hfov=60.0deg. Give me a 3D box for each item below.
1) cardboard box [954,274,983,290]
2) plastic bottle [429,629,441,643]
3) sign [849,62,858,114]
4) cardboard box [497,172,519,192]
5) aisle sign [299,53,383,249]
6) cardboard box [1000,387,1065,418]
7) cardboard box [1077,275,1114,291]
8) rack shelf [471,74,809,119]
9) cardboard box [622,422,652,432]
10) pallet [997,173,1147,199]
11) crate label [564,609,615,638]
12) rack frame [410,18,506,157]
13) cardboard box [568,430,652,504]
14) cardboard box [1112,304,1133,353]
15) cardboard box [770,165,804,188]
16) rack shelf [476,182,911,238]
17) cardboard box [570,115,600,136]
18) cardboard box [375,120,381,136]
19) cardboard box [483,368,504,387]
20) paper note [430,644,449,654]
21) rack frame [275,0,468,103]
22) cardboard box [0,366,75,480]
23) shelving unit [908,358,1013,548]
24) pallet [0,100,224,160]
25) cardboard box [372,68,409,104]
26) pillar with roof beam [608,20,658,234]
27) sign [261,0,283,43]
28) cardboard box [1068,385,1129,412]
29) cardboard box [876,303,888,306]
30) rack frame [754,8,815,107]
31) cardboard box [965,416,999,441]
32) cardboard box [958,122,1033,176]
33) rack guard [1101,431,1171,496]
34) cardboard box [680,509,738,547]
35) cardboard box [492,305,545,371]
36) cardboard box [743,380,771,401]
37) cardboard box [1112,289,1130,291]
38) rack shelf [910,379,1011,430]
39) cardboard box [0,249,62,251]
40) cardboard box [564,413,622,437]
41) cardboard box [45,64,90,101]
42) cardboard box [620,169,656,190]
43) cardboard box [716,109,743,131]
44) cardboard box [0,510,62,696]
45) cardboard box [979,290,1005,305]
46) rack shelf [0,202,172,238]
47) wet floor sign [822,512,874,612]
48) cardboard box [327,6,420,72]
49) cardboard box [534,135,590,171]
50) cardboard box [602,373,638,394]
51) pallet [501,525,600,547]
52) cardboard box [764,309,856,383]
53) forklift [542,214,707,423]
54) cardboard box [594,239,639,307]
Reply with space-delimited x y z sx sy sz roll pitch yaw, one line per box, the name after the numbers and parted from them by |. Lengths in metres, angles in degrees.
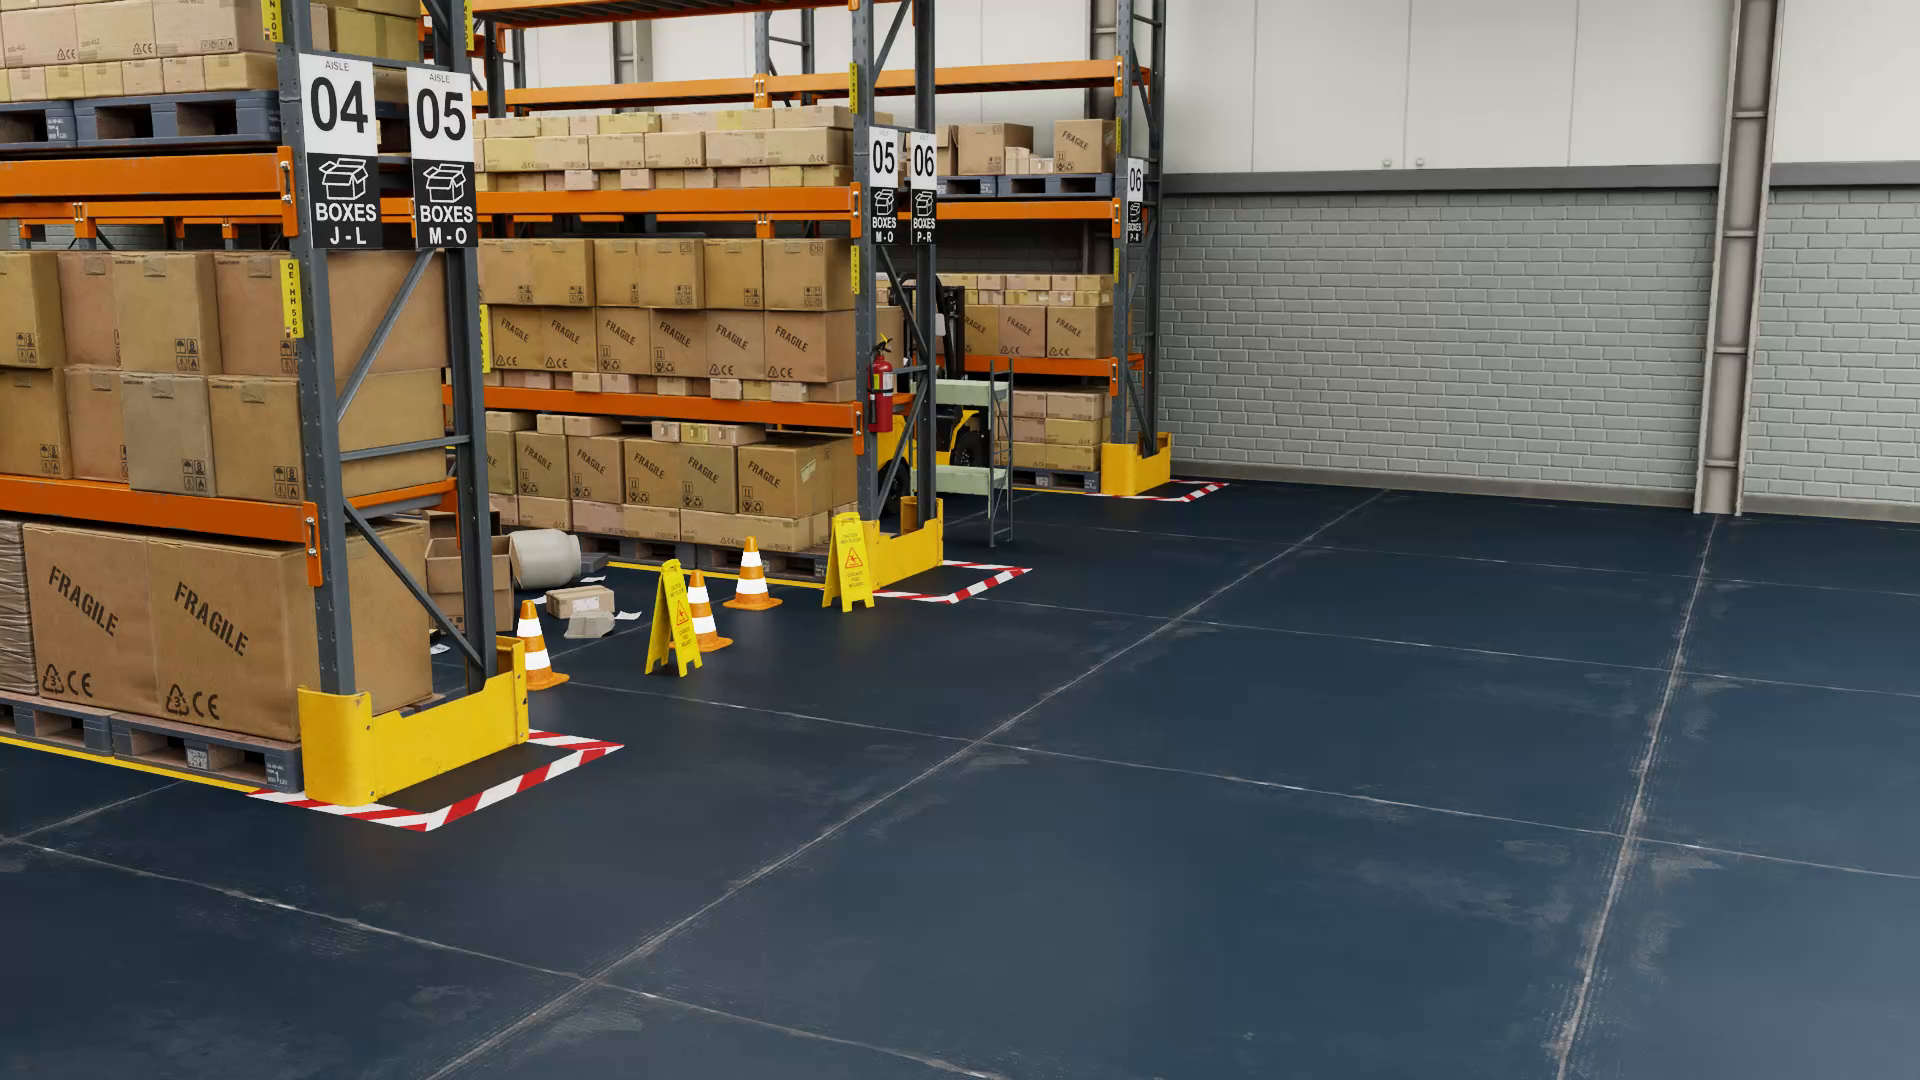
0.137 -2.598 16.724 0.250 0.149 0.380 5 12 27 | cardboard box
-3.374 0.592 10.290 0.283 0.061 0.133 1 10 6 | plastic bottle
-0.717 -3.036 11.172 0.005 0.325 0.100 5 11 26 | sign
-3.388 -2.783 12.970 0.250 0.149 0.380 5 11 26 | cardboard box
-2.622 -1.638 7.059 0.004 0.787 0.394 5 11 26 | aisle sign
0.728 -1.375 16.641 0.500 0.250 0.500 5 12 27 | cardboard box
1.326 -2.513 16.257 0.250 0.149 0.380 5 11 26 | cardboard box
-3.641 -4.878 18.558 4.000 0.370 1.077 5 11 26 | rack shelf
-2.476 -0.665 13.419 0.500 0.500 0.500 6 12 29 | cardboard box
1.117 -3.496 16.452 1.213 0.211 1.003 5 11 26 | pallet
-2.328 0.522 10.462 0.298 0.136 0.250 -1 10 -4 | crate label
-4.040 -4.478 13.206 0.127 3.000 1.000 5 11 26 | rack frame
-2.681 -0.578 12.936 0.500 0.500 0.500 6 12 29 | cardboard box
1.419 -2.137 16.832 0.500 0.500 0.500 5 12 28 | cardboard box
-1.134 -2.561 11.742 0.250 0.149 0.380 5 11 26 | cardboard box
-2.247 -2.491 12.666 4.000 0.370 1.077 5 11 26 | rack shelf
-2.710 -3.100 12.481 0.250 0.149 0.380 5 11 25 | cardboard box
-4.616 -3.406 13.544 0.500 0.250 0.500 5 12 27 | cardboard box
-3.650 -1.315 13.278 0.250 0.149 0.380 5 12 27 | cardboard box
-3.170 0.658 10.014 0.144 0.017 0.142 -10 14 -43 | paper note
-2.553 -3.364 7.052 0.127 3.000 1.000 5 11 26 | rack frame
-4.349 -0.647 8.464 0.500 0.550 0.875 5 11 26 | cardboard box
0.006 -0.737 13.594 0.755 1.500 0.431 5 11 26 | shelving unit
-4.321 -1.998 8.171 1.213 0.211 1.003 5 11 26 | pallet
-2.718 -2.099 7.728 0.250 0.149 0.380 5 11 26 | cardboard box
-5.771 -4.940 15.758 0.400 9.000 9.100 5 11 26 | pillar with roof beam
-2.805 -2.200 6.775 0.005 0.325 0.100 5 11 26 | sign
1.393 -1.418 16.875 0.500 0.250 0.500 5 11 25 | cardboard box
-0.636 -2.214 17.258 0.500 0.500 0.500 5 11 25 | cardboard box
-1.847 -5.271 17.588 0.127 3.000 1.000 5 11 26 | rack frame
0.248 -1.171 16.914 0.500 0.250 0.500 5 11 25 | cardboard box
0.361 -3.878 16.570 0.500 0.500 0.700 5 11 26 | cardboard box
1.762 -0.772 16.593 0.348 0.500 1.175 5 11 26 | rack guard
-1.758 -0.127 12.553 0.500 0.250 0.500 5 11 26 | cardboard box
-3.308 -1.607 13.069 0.500 0.500 0.500 5 11 26 | cardboard box
-1.380 -1.109 12.138 0.250 0.149 0.380 5 11 25 | cardboard box
1.551 -2.441 16.690 0.250 0.149 0.380 5 11 24 | cardboard box
0.006 -1.122 13.524 0.720 0.370 0.431 5 11 26 | rack shelf
-4.856 -1.209 8.534 0.550 0.550 0.875 5 11 26 | cardboard box
-2.840 -0.898 12.884 0.250 0.149 0.380 6 12 29 | cardboard box
-3.914 -2.073 7.584 0.250 0.149 0.380 5 11 25 | cardboard box
-2.294 -2.661 12.292 0.250 0.149 0.380 5 11 25 | cardboard box
-1.543 -3.007 11.967 0.250 0.149 0.380 5 11 26 | cardboard box
-4.797 0.242 8.755 0.875 0.875 0.875 5 11 26 | cardboard box
0.380 -2.435 16.662 0.250 0.149 0.380 5 11 24 | cardboard box
-9.421 -3.121 16.150 4.000 0.370 1.077 5 11 26 | rack shelf
-0.756 0.133 11.181 0.267 0.644 0.232 -10 14 -43 | wet floor sign
-2.872 -2.296 7.697 0.500 0.250 0.500 5 11 26 | cardboard box
-2.857 -2.916 12.581 0.500 0.250 0.500 5 11 26 | cardboard box
-2.518 -1.209 12.692 0.250 0.149 0.380 5 11 26 | cardboard box
-3.422 -0.107 13.727 1.213 0.211 1.003 5 11 26 | pallet
-1.062 -1.405 11.956 0.500 0.500 0.500 5 11 25 | cardboard box
-2.860 -1.630 14.508 1.130 2.935 3.031 -7 12 -33 | forklift
-2.347 -2.030 12.602 0.500 0.500 0.700 5 11 25 | cardboard box
